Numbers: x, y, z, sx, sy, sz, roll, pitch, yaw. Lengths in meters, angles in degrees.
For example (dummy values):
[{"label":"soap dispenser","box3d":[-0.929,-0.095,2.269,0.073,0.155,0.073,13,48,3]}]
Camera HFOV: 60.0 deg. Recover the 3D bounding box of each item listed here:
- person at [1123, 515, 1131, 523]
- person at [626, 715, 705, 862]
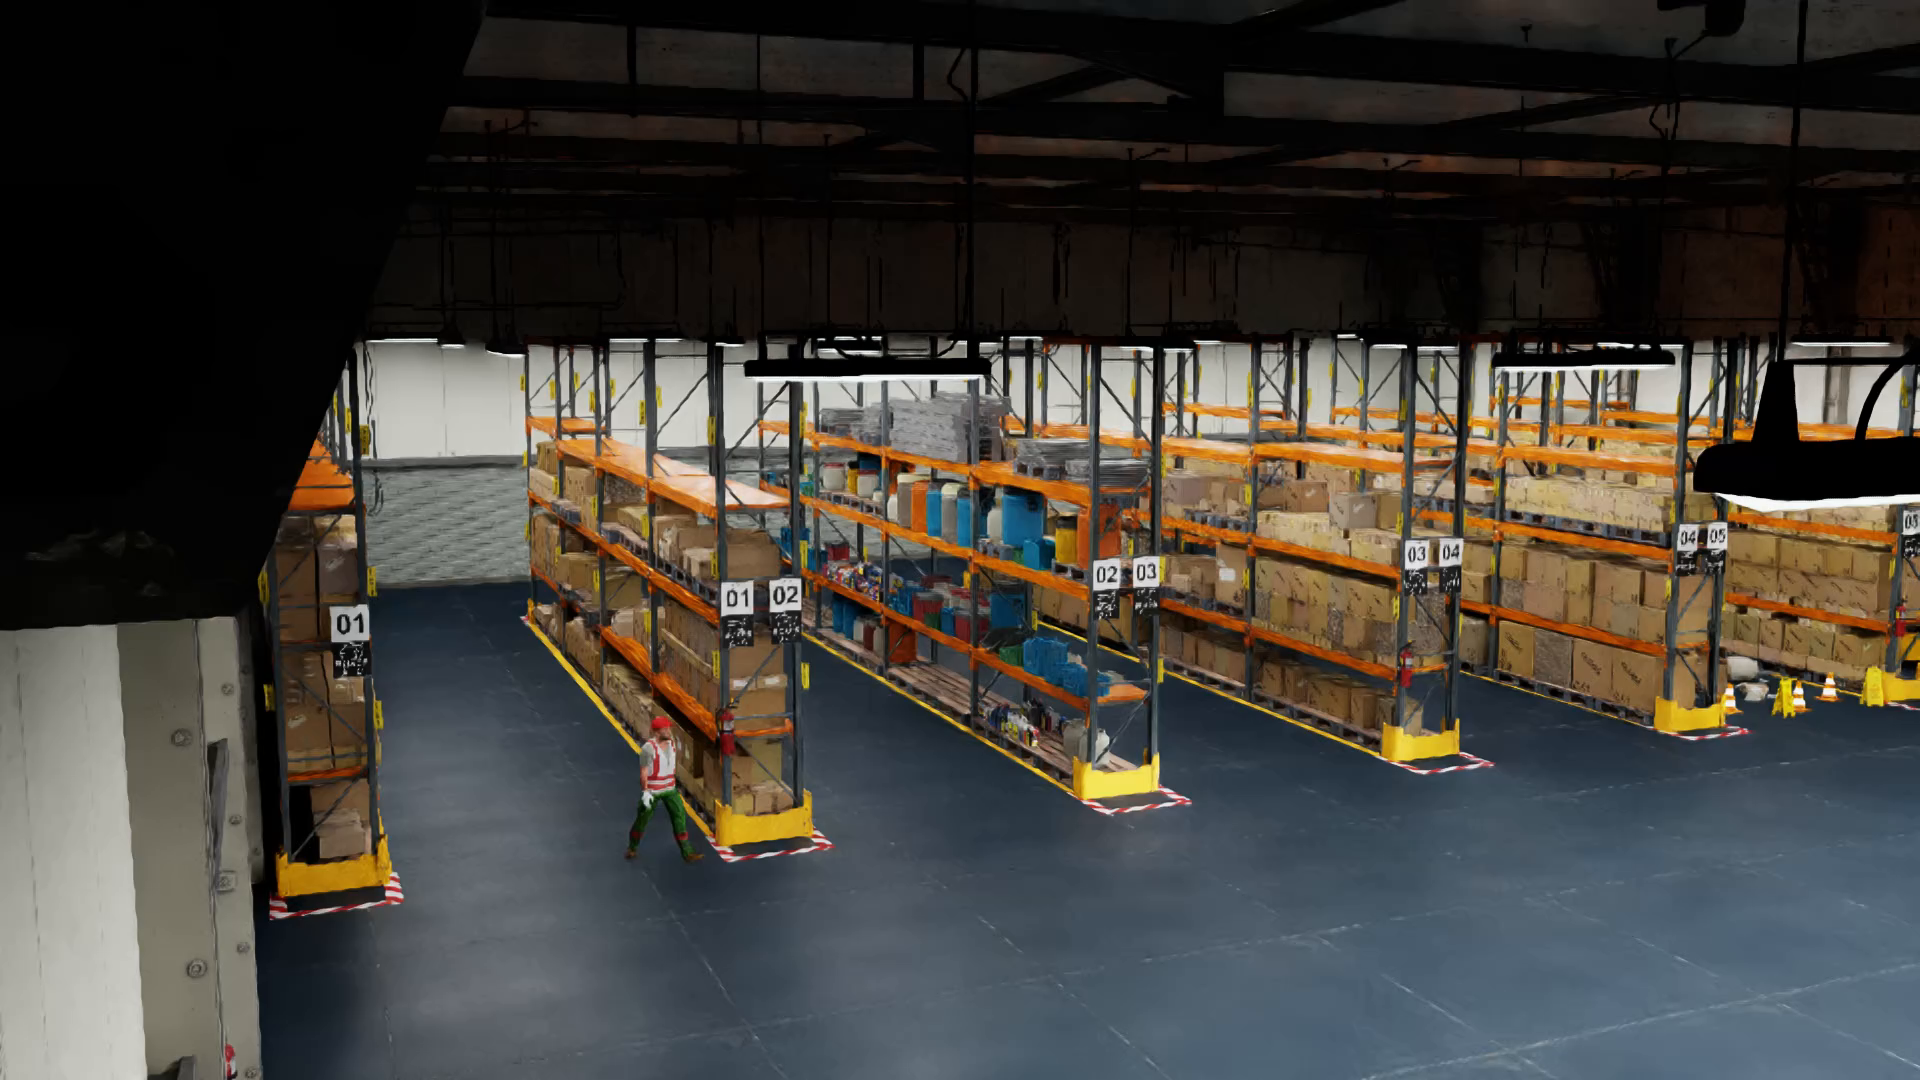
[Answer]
[{"label":"person","box3d":[3.931,0.202,39.689,0.677,1.742,0.551,-3,8,-23]},{"label":"person","box3d":[-3.485,2.897,19.362,0.940,1.759,0.586,7,10,43]}]
